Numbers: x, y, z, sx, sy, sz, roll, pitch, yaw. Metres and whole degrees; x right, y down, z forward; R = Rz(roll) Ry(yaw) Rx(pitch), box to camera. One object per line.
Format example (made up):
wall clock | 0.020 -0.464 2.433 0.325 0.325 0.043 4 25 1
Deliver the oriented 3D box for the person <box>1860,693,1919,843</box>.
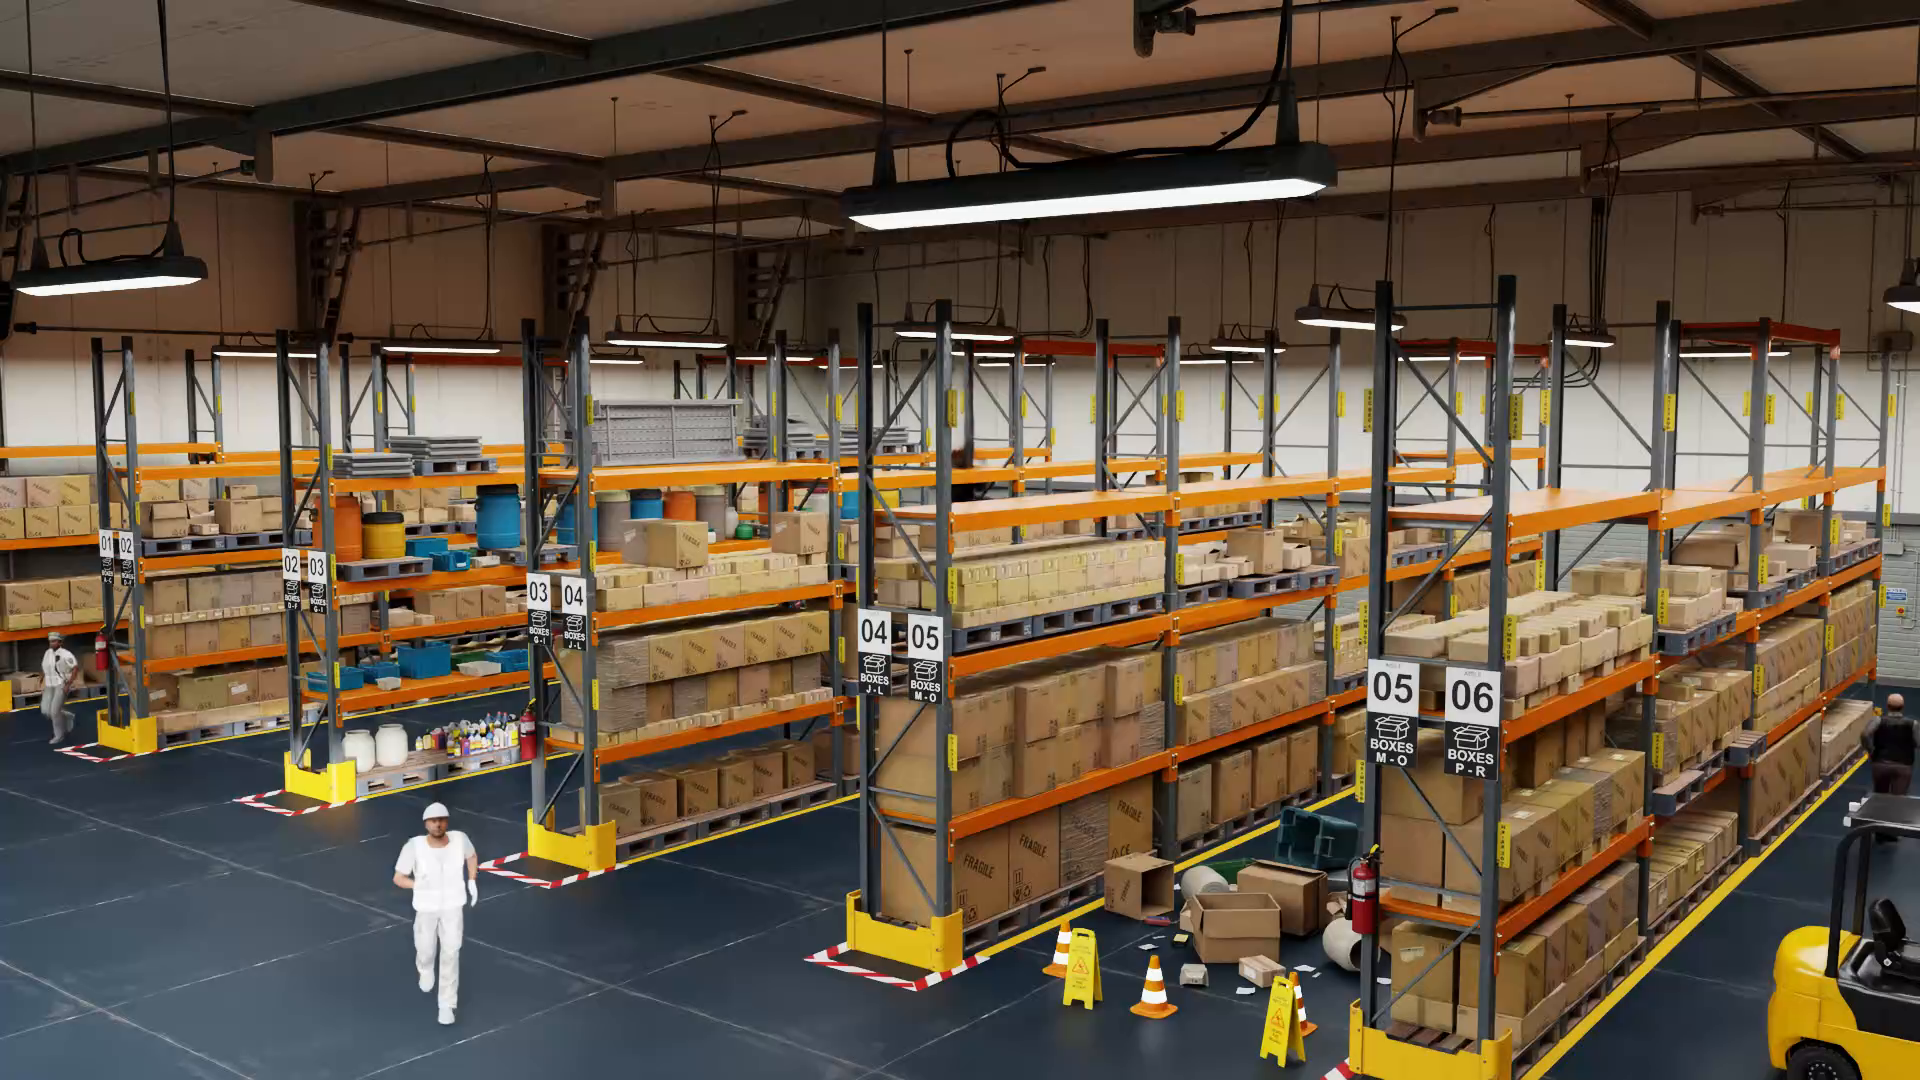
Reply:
person | 10.710 2.637 19.114 0.641 1.770 0.740 3 6 34

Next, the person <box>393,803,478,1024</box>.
person | -4.366 3.058 13.899 0.696 1.765 0.896 -2 5 -23

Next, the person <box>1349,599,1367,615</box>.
person | 6.607 1.870 27.605 0.745 1.776 1.019 4 6 39

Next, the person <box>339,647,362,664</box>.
person | -10.948 1.722 29.457 0.719 1.752 0.975 2 5 23

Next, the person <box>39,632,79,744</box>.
person | -13.489 2.185 24.906 0.610 1.670 0.523 2 5 17
